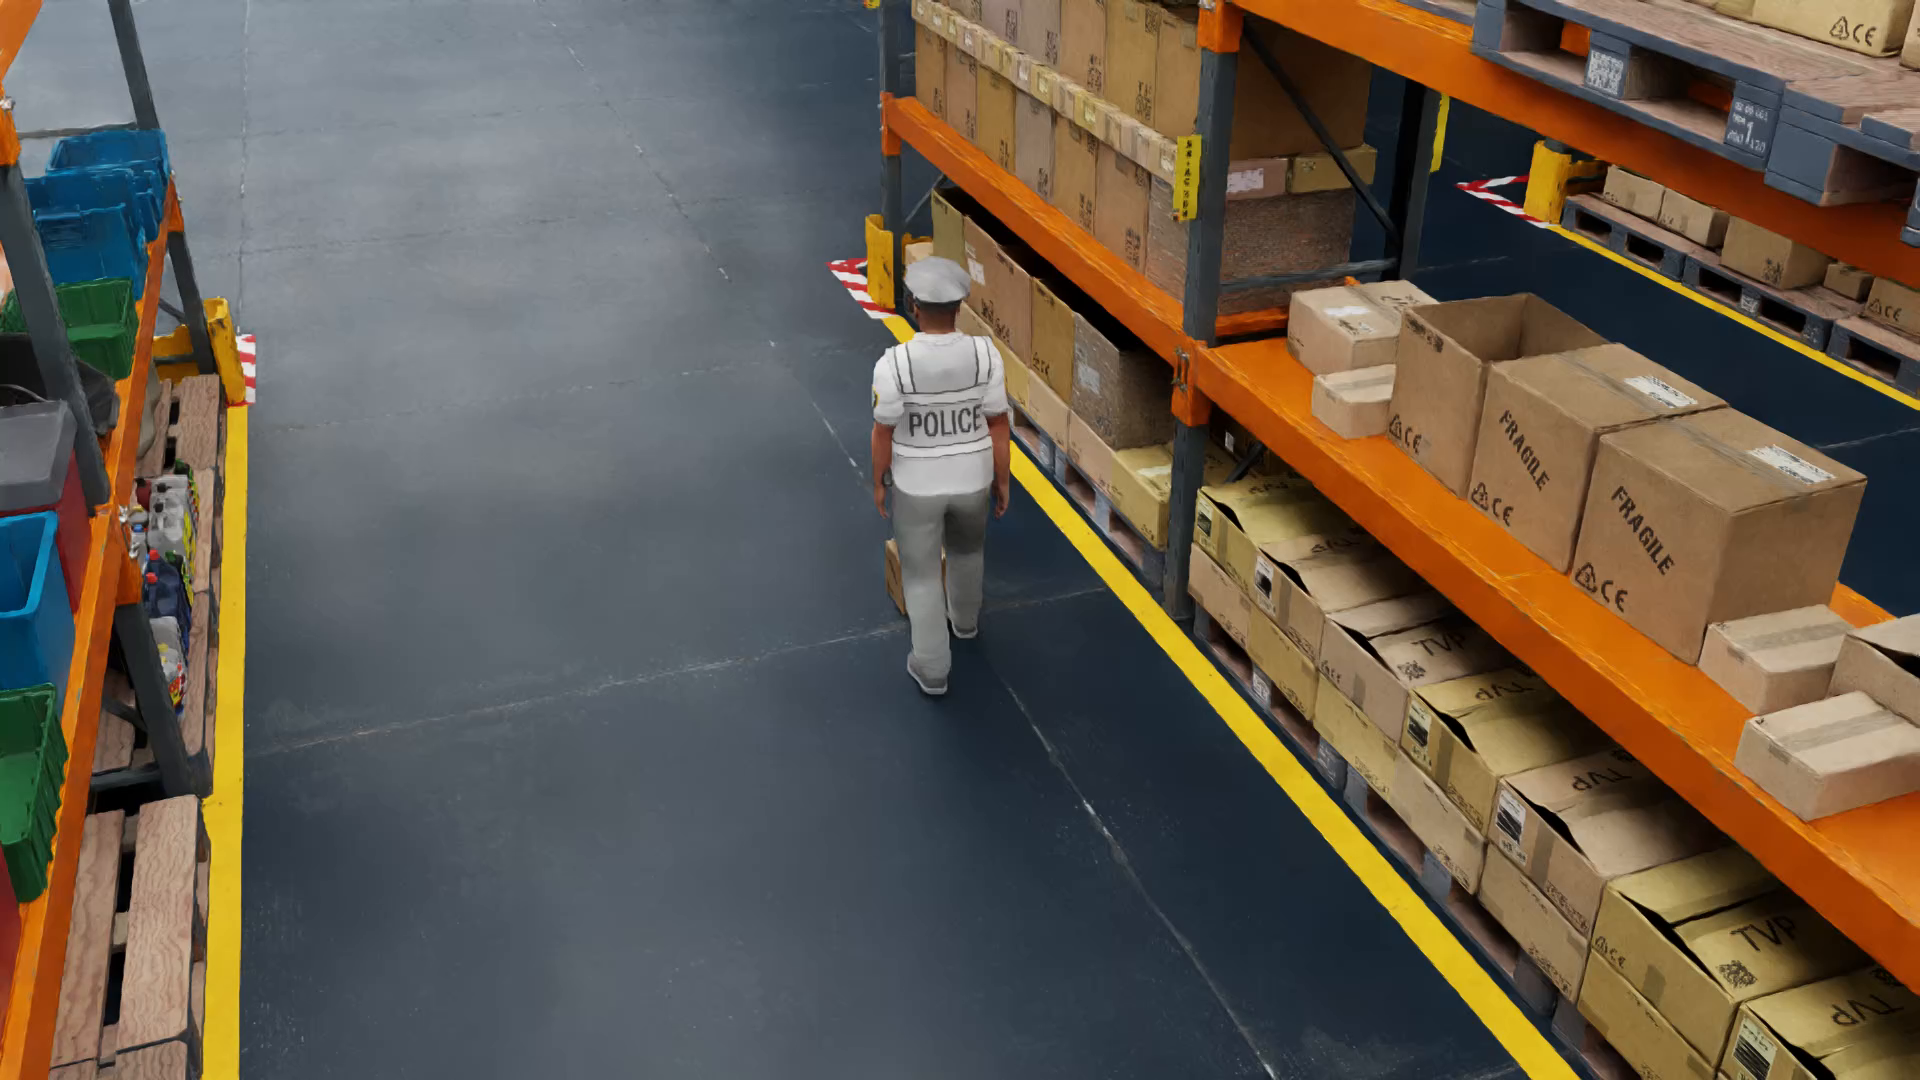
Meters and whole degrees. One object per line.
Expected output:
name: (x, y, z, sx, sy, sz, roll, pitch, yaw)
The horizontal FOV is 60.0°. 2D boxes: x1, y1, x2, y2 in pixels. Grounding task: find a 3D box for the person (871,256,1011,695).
person: (-0.116, -0.297, 6.610, 0.539, 1.764, 0.683, -9, 31, -16)
